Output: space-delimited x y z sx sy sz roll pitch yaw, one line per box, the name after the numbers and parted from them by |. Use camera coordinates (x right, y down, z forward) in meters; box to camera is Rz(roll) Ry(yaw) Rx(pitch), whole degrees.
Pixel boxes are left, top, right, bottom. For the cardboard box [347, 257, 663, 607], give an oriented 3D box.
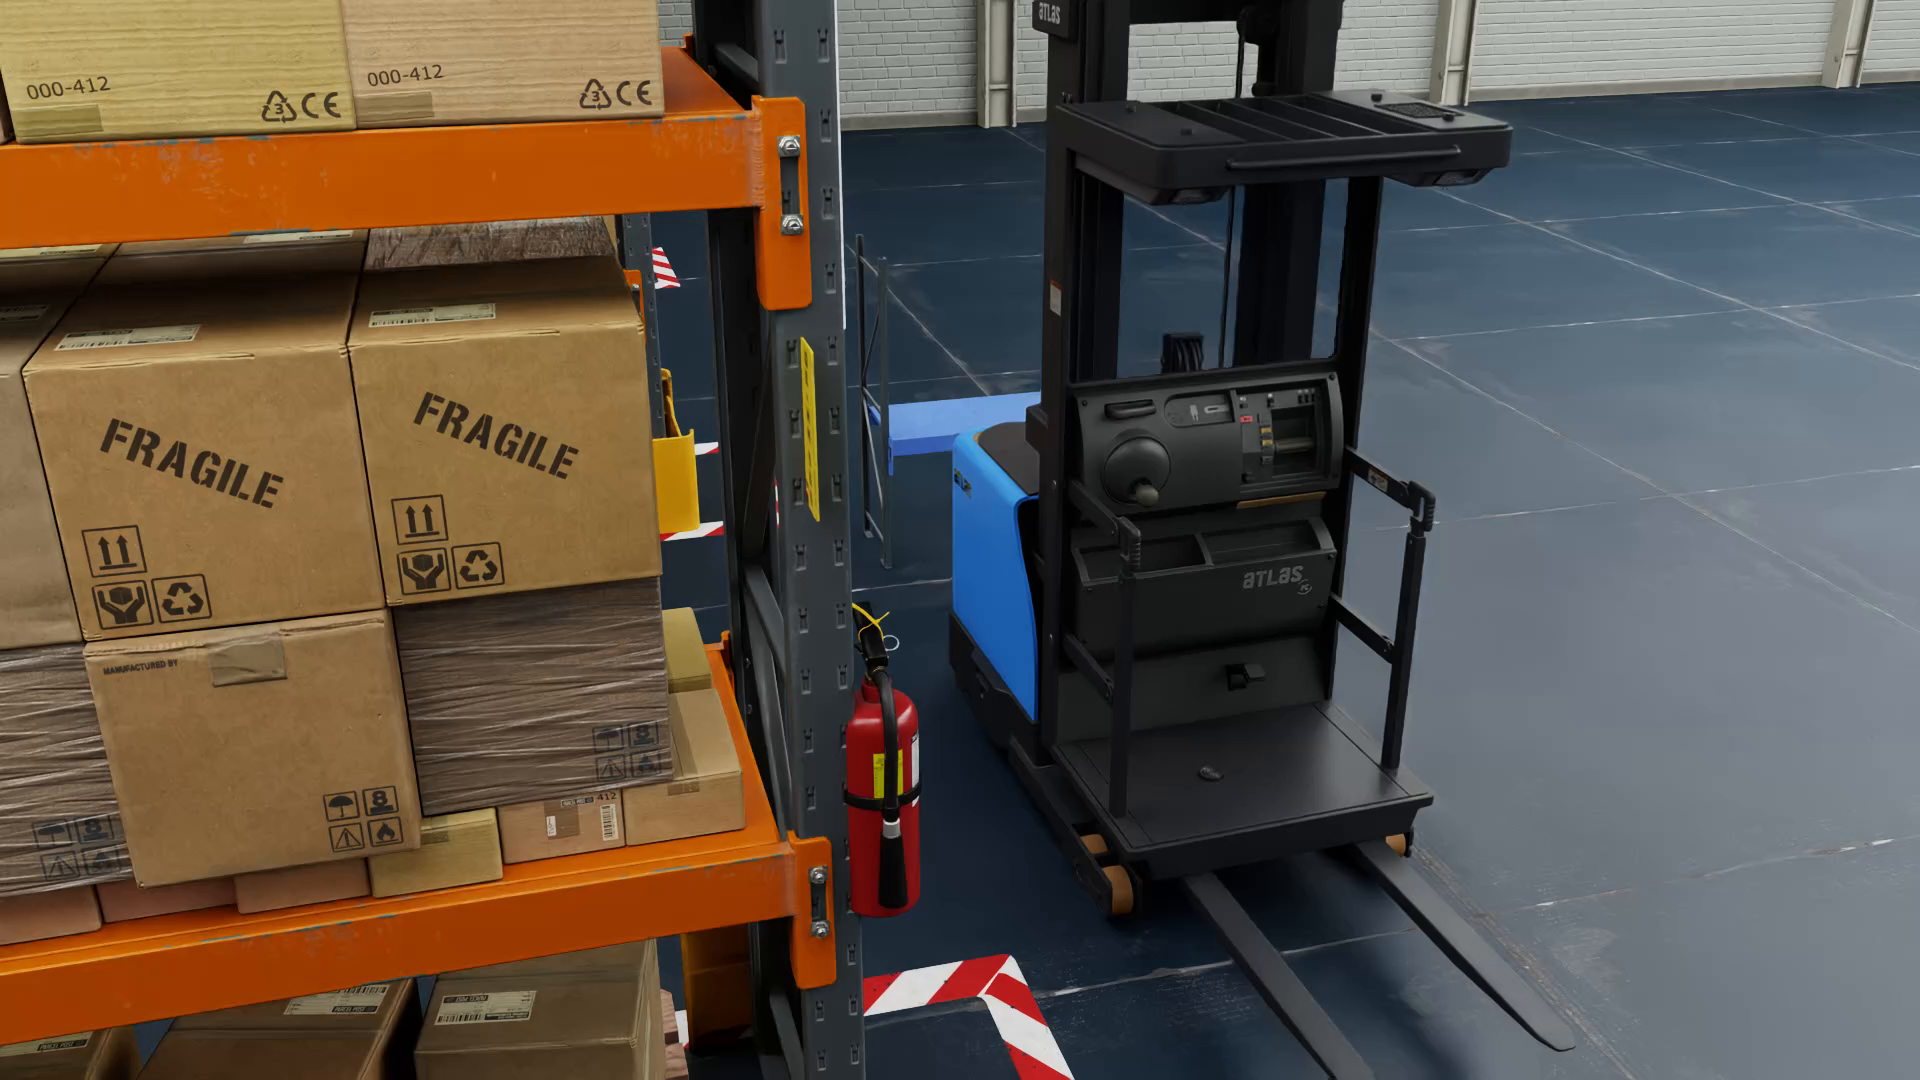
-0.868 -0.226 3.201 0.500 0.500 0.500 -6 24 -14 | cardboard box

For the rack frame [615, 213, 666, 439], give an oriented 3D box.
-1.648 -1.630 8.245 0.127 3.000 1.000 -6 24 -14 | rack frame

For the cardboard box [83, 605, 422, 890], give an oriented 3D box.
-1.391 0.228 3.410 0.500 0.500 0.875 -6 24 -14 | cardboard box

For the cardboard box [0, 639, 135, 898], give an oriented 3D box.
-1.884 0.265 3.325 0.500 0.500 0.875 -6 24 -14 | cardboard box

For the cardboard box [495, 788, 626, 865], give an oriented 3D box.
-0.865 0.514 3.566 0.250 0.149 0.380 -6 24 -14 | cardboard box

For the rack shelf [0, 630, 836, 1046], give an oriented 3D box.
-2.331 0.807 3.477 4.000 0.370 1.077 -6 24 -14 | rack shelf

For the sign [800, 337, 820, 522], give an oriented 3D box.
-0.275 -0.201 3.045 0.005 0.325 0.100 -6 24 -14 | sign

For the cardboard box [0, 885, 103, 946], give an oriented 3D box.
-1.823 0.627 3.303 0.250 0.149 0.380 -6 24 -14 | cardboard box

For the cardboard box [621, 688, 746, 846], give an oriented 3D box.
-0.624 0.488 3.628 0.250 0.149 0.380 -6 24 -14 | cardboard box

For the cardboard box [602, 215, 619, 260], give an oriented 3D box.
-1.993 -1.642 8.083 0.550 0.550 0.875 -6 24 -14 | cardboard box

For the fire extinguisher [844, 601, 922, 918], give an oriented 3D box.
-0.171 0.462 3.467 0.183 0.674 0.296 -6 24 -14 | fire extinguisher

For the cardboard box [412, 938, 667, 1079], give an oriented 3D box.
-1.011 1.280 4.101 0.500 0.500 0.500 -2 23 -5 | cardboard box

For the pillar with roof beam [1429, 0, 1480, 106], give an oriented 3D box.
7.376 -8.051 15.602 0.400 9.000 9.100 -6 24 -14 | pillar with roof beam

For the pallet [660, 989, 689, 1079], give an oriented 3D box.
-1.270 1.626 4.192 1.213 0.211 1.003 -6 24 -14 | pallet

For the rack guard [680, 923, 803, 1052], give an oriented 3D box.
-0.478 1.421 4.305 0.348 0.500 1.175 -6 24 -14 | rack guard

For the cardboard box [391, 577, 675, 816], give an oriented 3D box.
-0.942 0.129 3.641 0.500 0.500 0.875 -6 24 -14 | cardboard box

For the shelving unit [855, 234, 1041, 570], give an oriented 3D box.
0.082 -0.698 7.975 1.048 1.500 0.538 -6 24 -14 | shelving unit

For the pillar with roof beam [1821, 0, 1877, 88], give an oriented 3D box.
13.153 -8.691 17.092 0.400 9.000 9.100 -6 24 -14 | pillar with roof beam

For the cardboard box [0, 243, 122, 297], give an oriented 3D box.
-1.973 -0.319 3.417 0.500 0.500 0.500 -6 24 -14 | cardboard box

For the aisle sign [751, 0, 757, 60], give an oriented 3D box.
-0.427 -1.051 3.600 0.004 0.787 0.394 -6 24 -14 | aisle sign

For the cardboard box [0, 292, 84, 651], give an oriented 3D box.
-1.830 -0.118 2.950 0.500 0.500 0.500 -6 24 -14 | cardboard box

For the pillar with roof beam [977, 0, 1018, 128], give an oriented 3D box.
1.599 -7.412 14.113 0.400 9.000 9.100 -6 24 -14 | pillar with roof beam

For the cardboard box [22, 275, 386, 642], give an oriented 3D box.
-1.348 -0.171 3.071 0.500 0.500 0.500 -6 24 -14 | cardboard box

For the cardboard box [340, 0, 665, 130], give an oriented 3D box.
-0.801 -0.898 2.925 0.500 0.250 0.500 -6 24 -13 | cardboard box

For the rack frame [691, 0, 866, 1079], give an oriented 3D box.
-0.405 0.264 3.831 0.127 3.000 1.000 -6 24 -14 | rack frame

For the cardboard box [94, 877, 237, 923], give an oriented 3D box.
-1.588 0.592 3.385 0.250 0.149 0.380 -6 24 -14 | cardboard box

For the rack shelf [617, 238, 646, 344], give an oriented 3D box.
-3.573 -1.087 7.890 4.000 0.370 1.077 -6 24 -14 | rack shelf

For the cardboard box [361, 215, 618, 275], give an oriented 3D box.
-1.008 -0.423 3.660 0.500 0.500 0.500 -6 24 -14 | cardboard box

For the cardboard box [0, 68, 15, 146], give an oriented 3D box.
-1.776 -0.792 2.679 0.500 0.250 0.500 -6 24 -13 | cardboard box

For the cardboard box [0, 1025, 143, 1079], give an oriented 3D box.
-2.185 1.416 3.784 0.500 0.500 0.500 -4 24 -9 | cardboard box

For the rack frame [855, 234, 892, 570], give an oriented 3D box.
-0.407 -0.644 7.849 0.032 1.500 0.500 -6 24 -14 | rack frame

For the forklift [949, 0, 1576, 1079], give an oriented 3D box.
0.889 -0.302 5.236 1.130 2.935 3.031 -7 24 -16 | forklift

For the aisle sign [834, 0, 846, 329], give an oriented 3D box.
-0.265 -0.824 3.069 0.004 0.787 0.394 -6 24 -14 | aisle sign

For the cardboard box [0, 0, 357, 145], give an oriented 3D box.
-1.281 -0.844 2.799 0.500 0.250 0.500 -6 24 -14 | cardboard box

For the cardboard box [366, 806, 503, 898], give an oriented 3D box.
-1.092 0.560 3.458 0.250 0.149 0.380 -6 24 -14 | cardboard box

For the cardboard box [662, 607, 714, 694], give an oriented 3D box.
-0.744 0.319 4.021 0.250 0.149 0.380 -6 24 -14 | cardboard box

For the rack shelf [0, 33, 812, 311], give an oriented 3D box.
-2.331 -0.571 2.885 4.000 0.370 1.077 -6 24 -14 | rack shelf

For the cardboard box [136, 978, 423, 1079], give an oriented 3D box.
-1.577 1.356 3.923 0.500 0.500 0.500 0 23 0 | cardboard box

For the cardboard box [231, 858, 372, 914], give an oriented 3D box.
-1.336 0.581 3.410 0.250 0.149 0.380 -6 24 -14 | cardboard box

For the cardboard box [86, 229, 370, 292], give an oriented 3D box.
-1.492 -0.373 3.543 0.500 0.500 0.500 -6 24 -14 | cardboard box

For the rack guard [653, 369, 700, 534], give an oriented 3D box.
-1.625 -0.484 8.744 0.348 0.500 1.175 -6 24 -14 | rack guard

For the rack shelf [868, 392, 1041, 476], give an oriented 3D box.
0.082 -0.533 8.046 1.000 0.185 0.538 -6 24 -14 | rack shelf
